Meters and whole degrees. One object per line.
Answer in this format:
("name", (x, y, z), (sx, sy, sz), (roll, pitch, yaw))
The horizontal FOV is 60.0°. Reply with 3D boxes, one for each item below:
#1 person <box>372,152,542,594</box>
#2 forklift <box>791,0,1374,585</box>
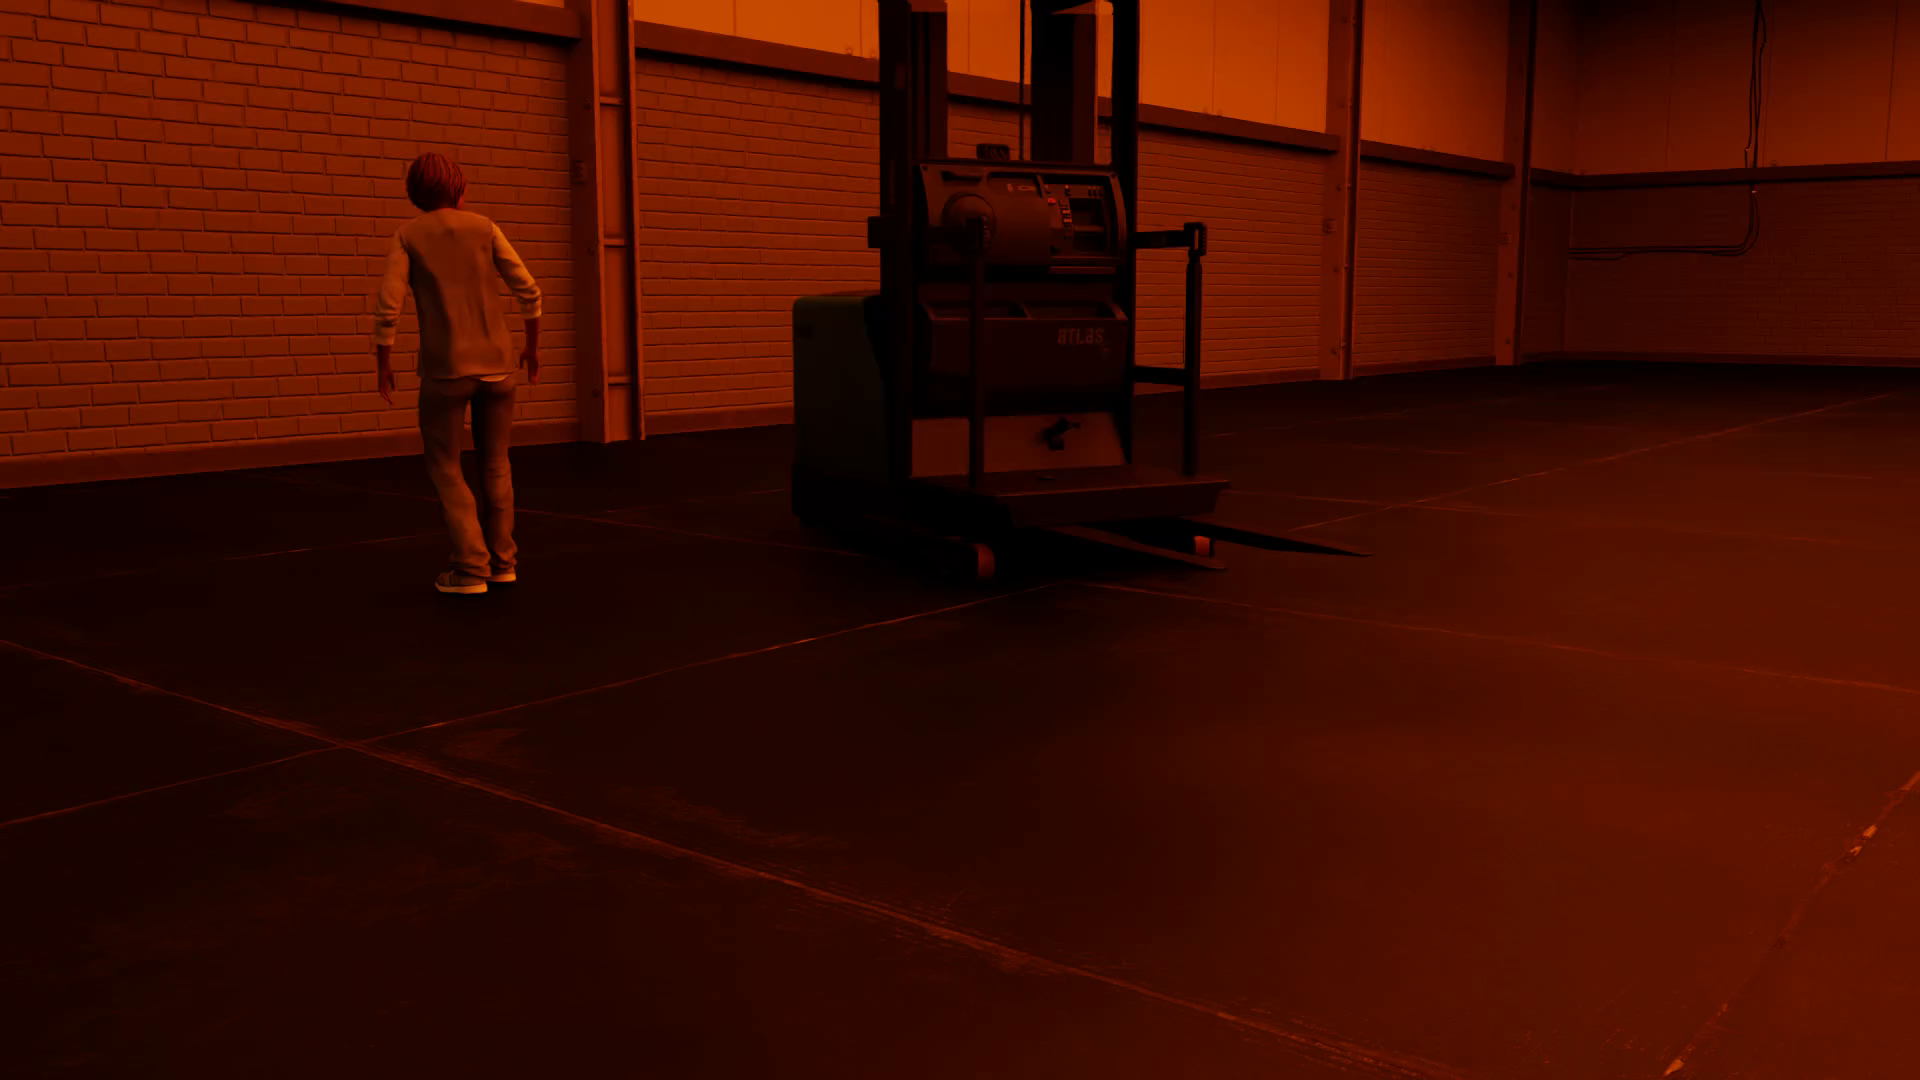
("person", (-1.829, -0.597, 6.046), (0.618, 1.581, 0.449), (-6, 10, -35))
("forklift", (0.366, -1.354, 6.533), (1.130, 2.935, 3.031), (-5, 9, -28))
